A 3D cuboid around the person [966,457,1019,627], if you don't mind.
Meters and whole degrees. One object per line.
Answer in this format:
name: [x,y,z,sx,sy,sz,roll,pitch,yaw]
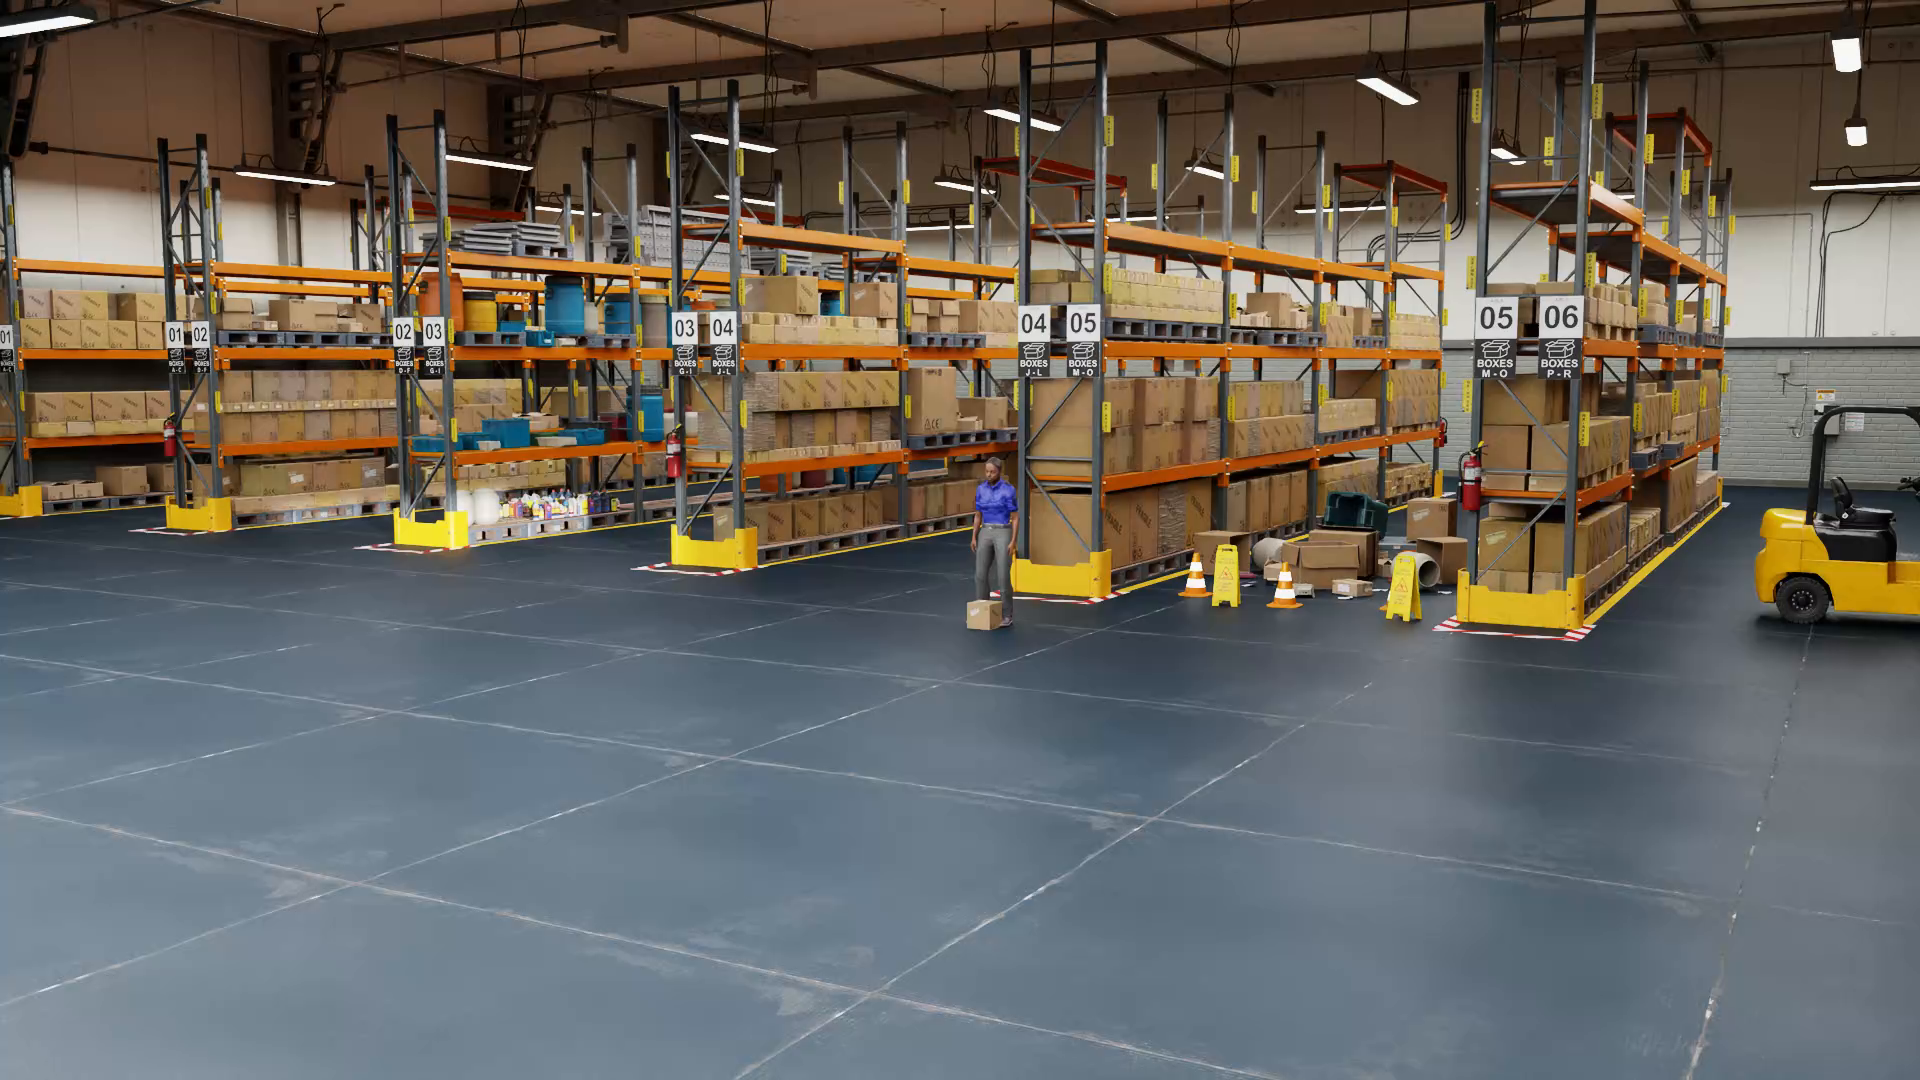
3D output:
person: [0.337,0.009,16.309,0.507,1.655,0.347,3,7,29]
